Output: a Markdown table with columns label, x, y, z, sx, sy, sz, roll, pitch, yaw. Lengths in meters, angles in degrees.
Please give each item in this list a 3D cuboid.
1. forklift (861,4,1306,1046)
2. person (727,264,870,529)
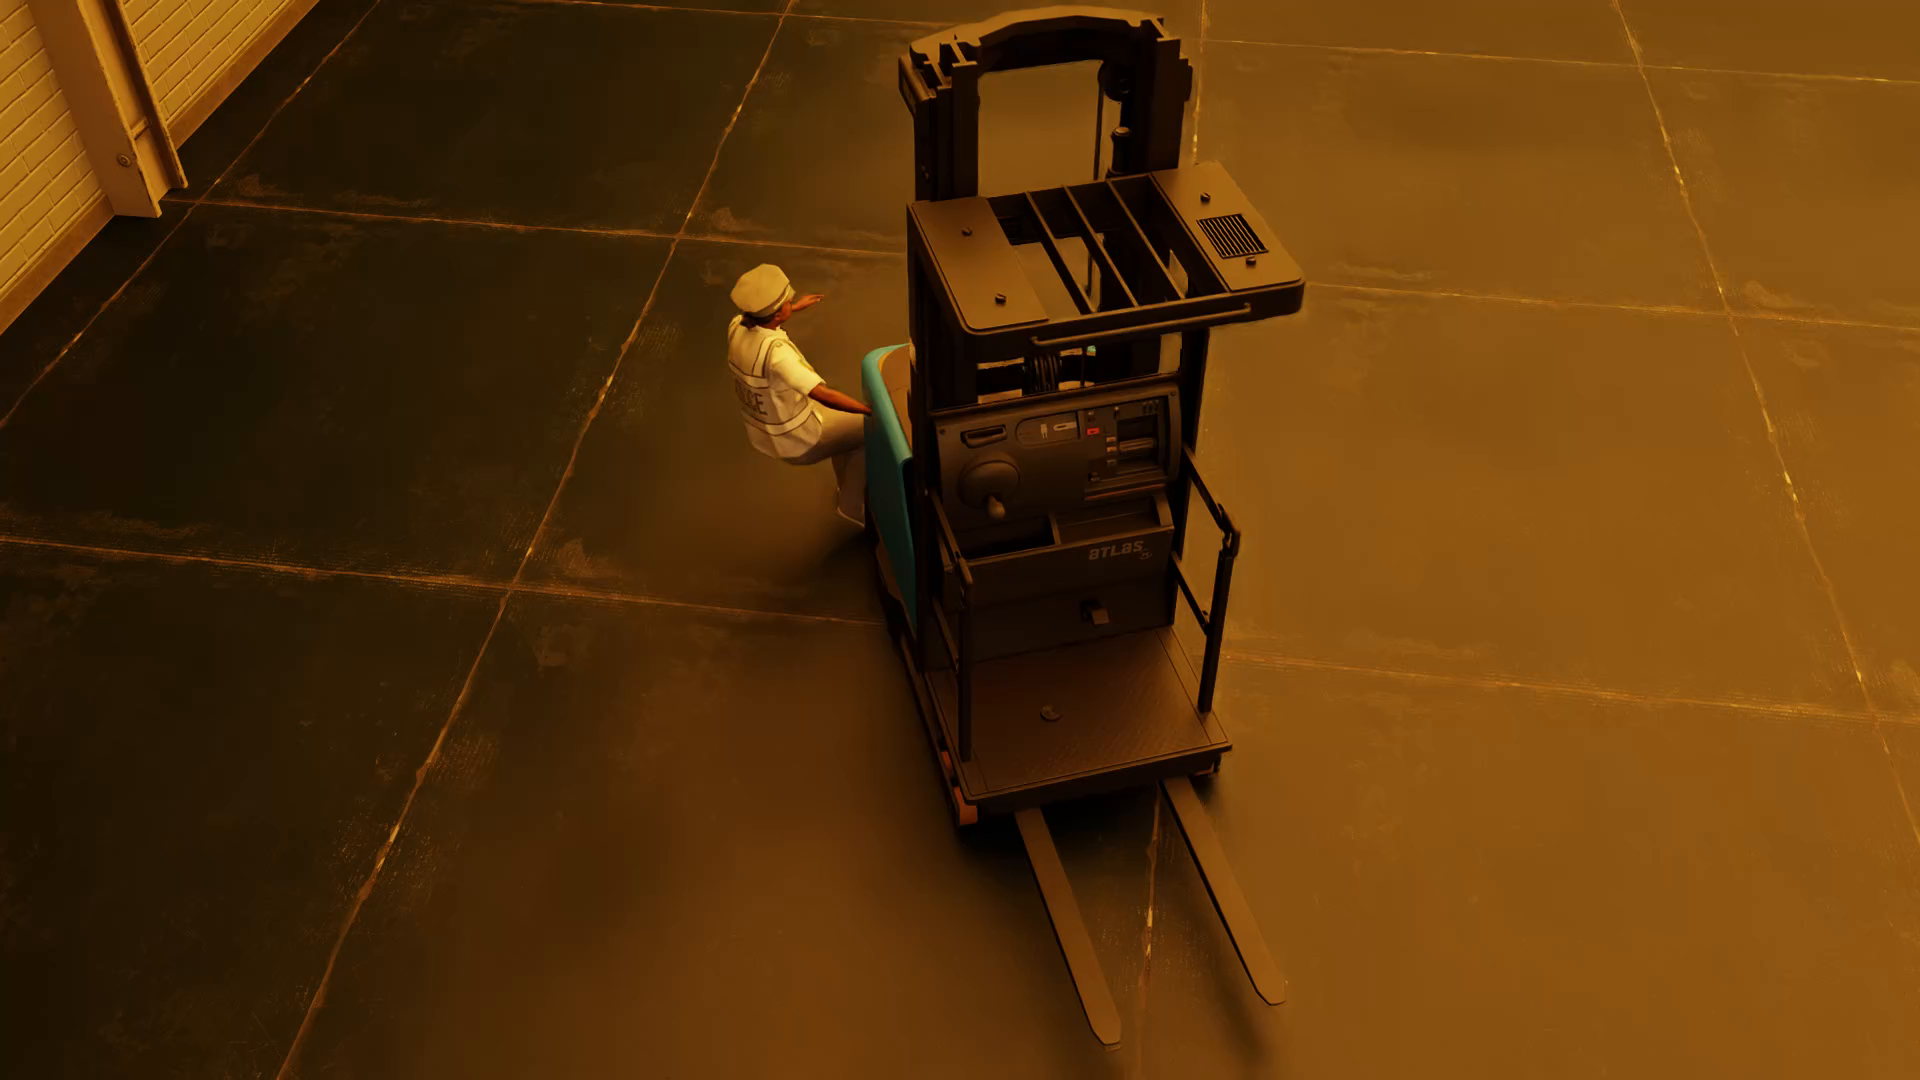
| label | x | y | z | sx | sy | sz | roll | pitch | yaw |
| --- | --- | --- | --- | --- | --- | --- | --- | --- | --- |
| forklift | 0.427 | -0.235 | 5.980 | 1.130 | 2.935 | 3.031 | -10 | 44 | -11 |
| person | -0.611 | -0.648 | 7.522 | 0.886 | 1.440 | 0.822 | 33 | 52 | 31 |
